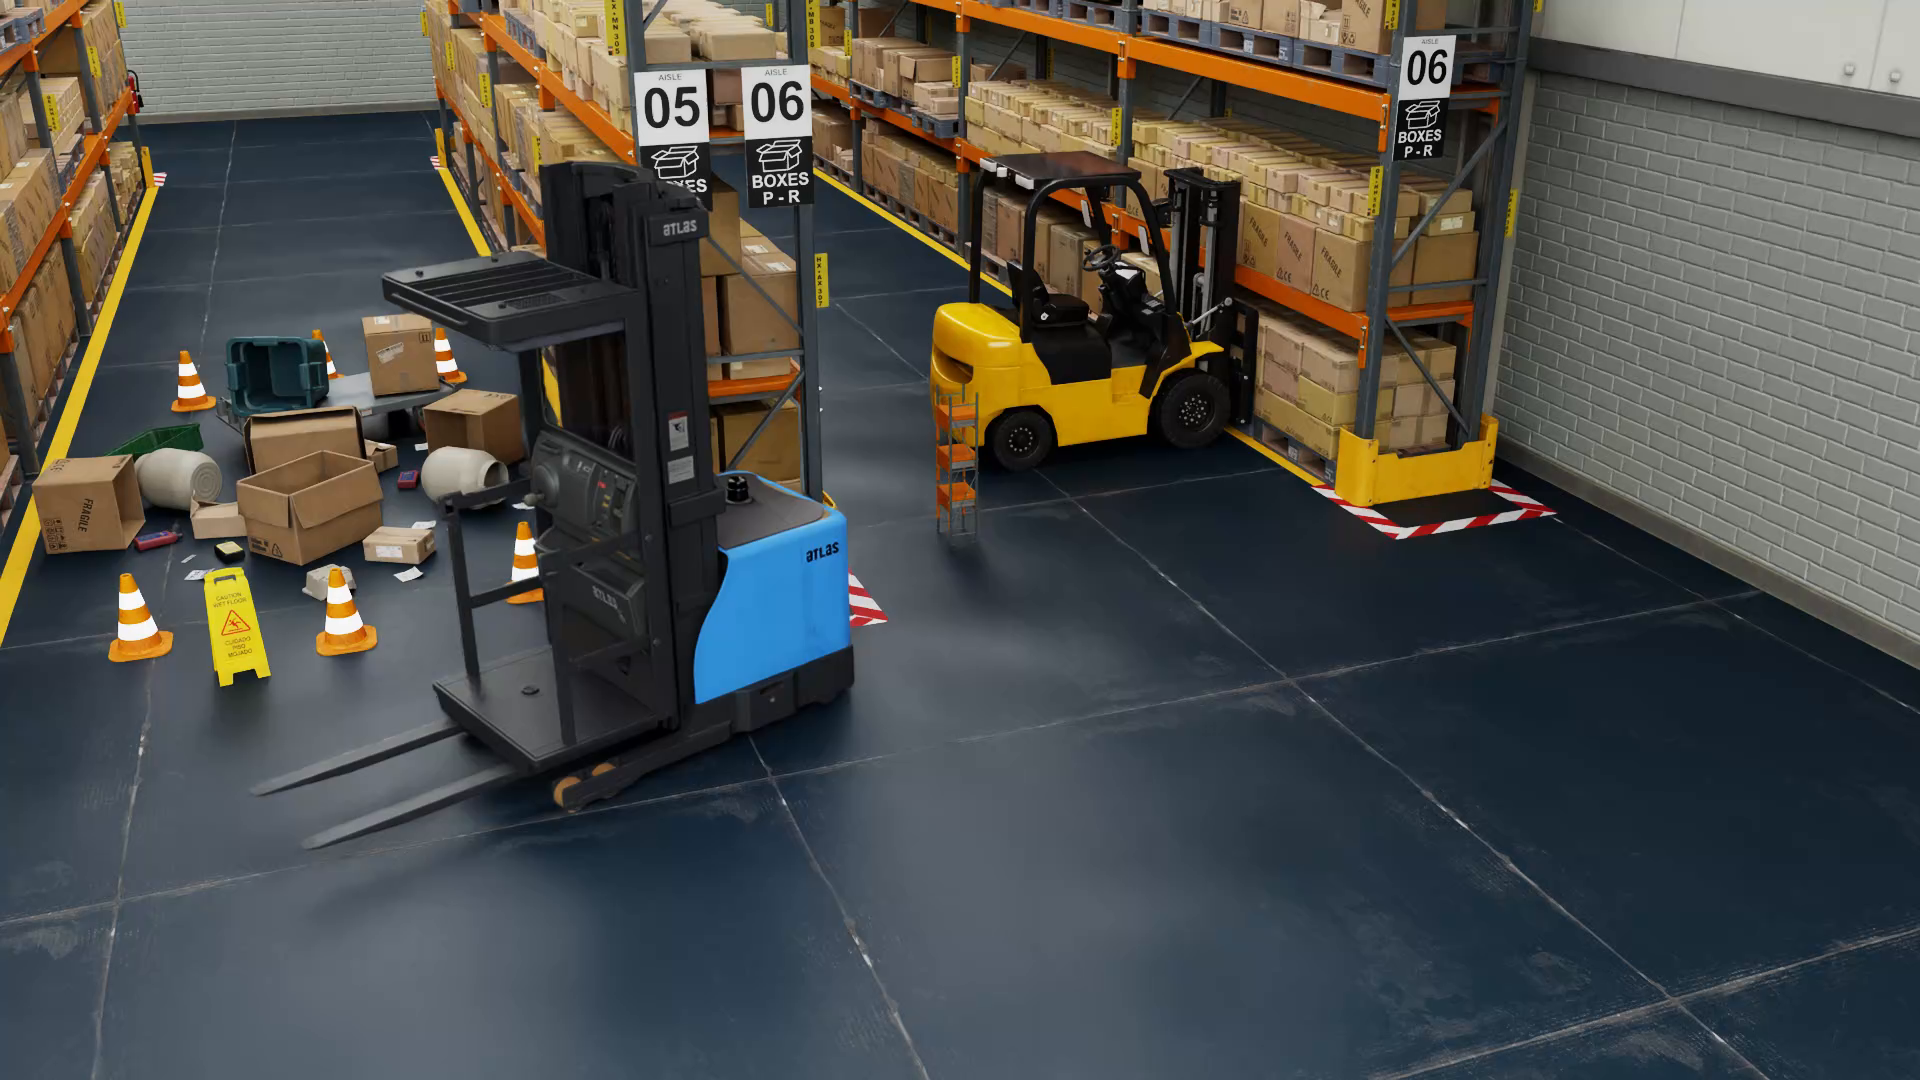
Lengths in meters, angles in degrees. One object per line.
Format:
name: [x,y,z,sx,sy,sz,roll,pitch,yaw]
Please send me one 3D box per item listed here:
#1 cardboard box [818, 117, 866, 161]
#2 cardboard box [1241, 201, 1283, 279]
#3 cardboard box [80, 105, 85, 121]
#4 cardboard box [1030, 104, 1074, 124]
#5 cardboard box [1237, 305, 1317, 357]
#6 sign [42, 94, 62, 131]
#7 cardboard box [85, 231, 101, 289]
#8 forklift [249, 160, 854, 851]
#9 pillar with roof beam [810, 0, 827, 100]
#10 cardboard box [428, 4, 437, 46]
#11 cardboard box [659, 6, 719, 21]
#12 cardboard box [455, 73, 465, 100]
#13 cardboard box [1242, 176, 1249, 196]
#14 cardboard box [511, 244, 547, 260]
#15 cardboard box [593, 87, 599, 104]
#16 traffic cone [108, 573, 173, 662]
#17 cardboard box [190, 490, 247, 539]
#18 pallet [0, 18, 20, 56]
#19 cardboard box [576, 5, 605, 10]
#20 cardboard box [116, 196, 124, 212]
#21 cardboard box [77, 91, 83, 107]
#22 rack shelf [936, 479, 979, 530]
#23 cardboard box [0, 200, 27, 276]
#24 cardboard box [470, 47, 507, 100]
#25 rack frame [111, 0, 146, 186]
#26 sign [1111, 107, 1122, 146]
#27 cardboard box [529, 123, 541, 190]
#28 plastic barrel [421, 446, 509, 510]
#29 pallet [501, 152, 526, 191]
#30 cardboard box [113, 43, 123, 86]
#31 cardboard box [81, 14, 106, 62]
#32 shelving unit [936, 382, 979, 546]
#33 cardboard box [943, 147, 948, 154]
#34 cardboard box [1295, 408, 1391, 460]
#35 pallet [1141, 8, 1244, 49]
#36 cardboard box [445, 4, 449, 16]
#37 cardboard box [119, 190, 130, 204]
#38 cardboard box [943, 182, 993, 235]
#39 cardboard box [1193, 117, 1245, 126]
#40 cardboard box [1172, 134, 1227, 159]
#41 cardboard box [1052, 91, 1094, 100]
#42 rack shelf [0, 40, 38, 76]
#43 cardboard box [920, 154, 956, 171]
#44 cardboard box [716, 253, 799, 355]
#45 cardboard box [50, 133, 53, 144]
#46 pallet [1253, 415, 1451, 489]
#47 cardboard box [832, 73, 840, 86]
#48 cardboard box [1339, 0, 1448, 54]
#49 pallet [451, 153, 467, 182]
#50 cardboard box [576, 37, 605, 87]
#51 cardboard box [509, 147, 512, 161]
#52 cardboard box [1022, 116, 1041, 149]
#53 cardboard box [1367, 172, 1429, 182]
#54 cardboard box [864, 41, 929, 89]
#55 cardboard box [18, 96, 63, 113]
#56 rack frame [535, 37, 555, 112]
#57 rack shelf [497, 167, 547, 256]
cardboard box: [-1.597,-5.689,23.564,0.700,0.500,0.500,-9,25,-21]
cardboard box: [2.520,-2.327,12.781,0.500,0.500,0.500,-9,24,-20]
cardboard box: [-9.856,-4.685,18.286,0.380,0.149,0.250,-9,24,-20]
cardboard box: [0.909,-4.200,16.390,0.380,0.149,0.250,-9,24,-20]
cardboard box: [2.467,-1.641,12.993,0.500,0.250,0.500,-8,24,-18]
sign: [-8.250,-3.882,15.107,0.100,0.325,0.005,-8,24,-19]
cardboard box: [-8.960,-2.787,16.677,0.500,0.500,0.500,-8,24,-18]
forklift: [-2.016,-0.254,8.079,3.031,2.935,1.130,-19,30,-38]
pillar with roof beam: [-6.494,-10.853,25.414,9.100,9.000,0.400,-8,24,-19]
cardboard box: [-6.907,-7.000,22.580,0.500,0.500,0.500,-9,24,-20]
cardboard box: [-1.790,-3.428,10.956,0.380,0.149,0.250,-8,24,-18]
cardboard box: [-5.695,-5.403,19.756,0.500,0.250,0.500,-9,24,-21]
cardboard box: [2.431,-2.761,12.974,0.380,0.149,0.250,-9,24,-19]
cardboard box: [-3.983,-2.763,16.785,0.950,0.372,0.625,-10,25,-23]
cardboard box: [-2.161,-2.907,10.746,0.380,0.149,0.250,-9,24,-20]
traffic cone: [-4.801,0.417,9.664,0.336,0.463,0.334,-8,24,-19]
cardboard box: [-5.025,-0.186,11.349,0.396,0.266,0.258,-4,23,-10]
pallet: [-8.093,-3.933,13.102,1.003,0.211,1.213,-7,24,-17]
cardboard box: [-2.328,-3.455,11.019,0.380,0.149,0.250,-8,24,-18]
cardboard box: [-10.010,-3.917,19.428,0.380,0.149,0.250,-7,24,-17]
cardboard box: [-9.856,-4.822,18.227,0.380,0.149,0.250,-8,24,-17]
rack shelf: [-0.019,-0.237,11.204,0.215,0.259,0.240,-8,24,-19]
cardboard box: [-7.468,-2.275,12.657,0.500,0.500,0.500,-8,24,-19]
cardboard box: [-4.959,-5.012,17.864,0.500,0.500,0.500,-8,24,-19]
rack frame: [-11.594,-6.178,22.045,1.000,3.000,0.127,-8,24,-19]
sign: [1.378,-3.635,14.623,0.100,0.325,0.005,-8,24,-19]
cardboard box: [-3.314,-3.226,13.990,0.500,0.500,0.500,-8,24,-19]
plastic barrel: [-3.493,-0.436,11.738,0.512,0.421,0.421,8,24,18]
pallet: [-3.822,-3.654,16.304,1.213,0.211,1.003,-8,24,-19]
cardboard box: [-11.018,-6.045,21.218,0.500,0.500,0.500,-9,24,-20]
cardboard box: [-10.459,-5.939,19.680,0.500,0.500,0.500,-8,24,-18]
shelving unit: [-0.019,-0.503,11.092,0.215,1.050,0.252,-8,24,-19]
cardboard box: [0.014,-4.808,20.639,0.380,0.149,0.250,-9,25,-21]
cardboard box: [2.834,-0.816,12.324,0.500,0.250,0.500,-8,24,-19]
pallet: [2.208,-4.251,13.725,1.003,0.211,1.213,-8,24,-19]
cardboard box: [-6.292,-6.692,21.015,0.380,0.149,0.250,-9,24,-19]
cardboard box: [-10.506,-4.246,20.593,0.380,0.149,0.250,-9,24,-20]
cardboard box: [0.119,-3.835,19.164,0.500,0.500,0.500,-8,24,-17]
cardboard box: [2.278,-3.623,14.638,0.380,0.149,0.250,-8,24,-19]
cardboard box: [1.988,-3.260,13.775,0.380,0.149,0.250,-8,24,-18]
cardboard box: [1.176,-4.556,17.234,0.380,0.149,0.250,-8,24,-19]
rack shelf: [-8.062,-3.595,12.981,1.077,0.370,4.000,-8,24,-19]
cardboard box: [-0.259,-4.544,20.011,0.380,0.149,0.250,-9,24,-20]
cardboard box: [-1.255,-1.473,10.372,0.500,0.500,0.500,-9,24,-20]
cardboard box: [-8.849,-3.787,15.773,0.380,0.149,0.250,-7,24,-16]
pallet: [2.986,-0.750,12.756,1.003,0.211,1.213,-8,24,-19]
cardboard box: [-1.519,-6.271,22.589,0.380,0.149,0.250,-8,24,-18]
cardboard box: [2.911,-3.558,11.169,0.500,0.500,0.500,-8,24,-17]
pallet: [-6.644,-5.329,23.621,1.003,0.211,1.213,-8,24,-19]
cardboard box: [-2.144,-3.050,10.572,0.500,0.250,0.500,-8,24,-18]
cardboard box: [-4.110,-3.708,15.968,0.380,0.149,0.250,-10,25,-22]
cardboard box: [0.945,-4.079,16.615,0.500,0.250,0.500,-8,24,-18]
cardboard box: [3.209,-2.589,12.185,0.380,0.149,0.250,-8,24,-18]
cardboard box: [-0.799,-5.968,20.877,0.700,0.500,0.500,-8,24,-18]
cardboard box: [-9.301,-4.386,16.810,0.380,0.149,0.250,-9,24,-20]
rack frame: [-2.760,-2.533,13.399,1.000,3.000,0.127,-8,24,-19]
rack shelf: [-3.467,-2.929,15.262,1.077,0.370,4.000,-8,24,-19]
